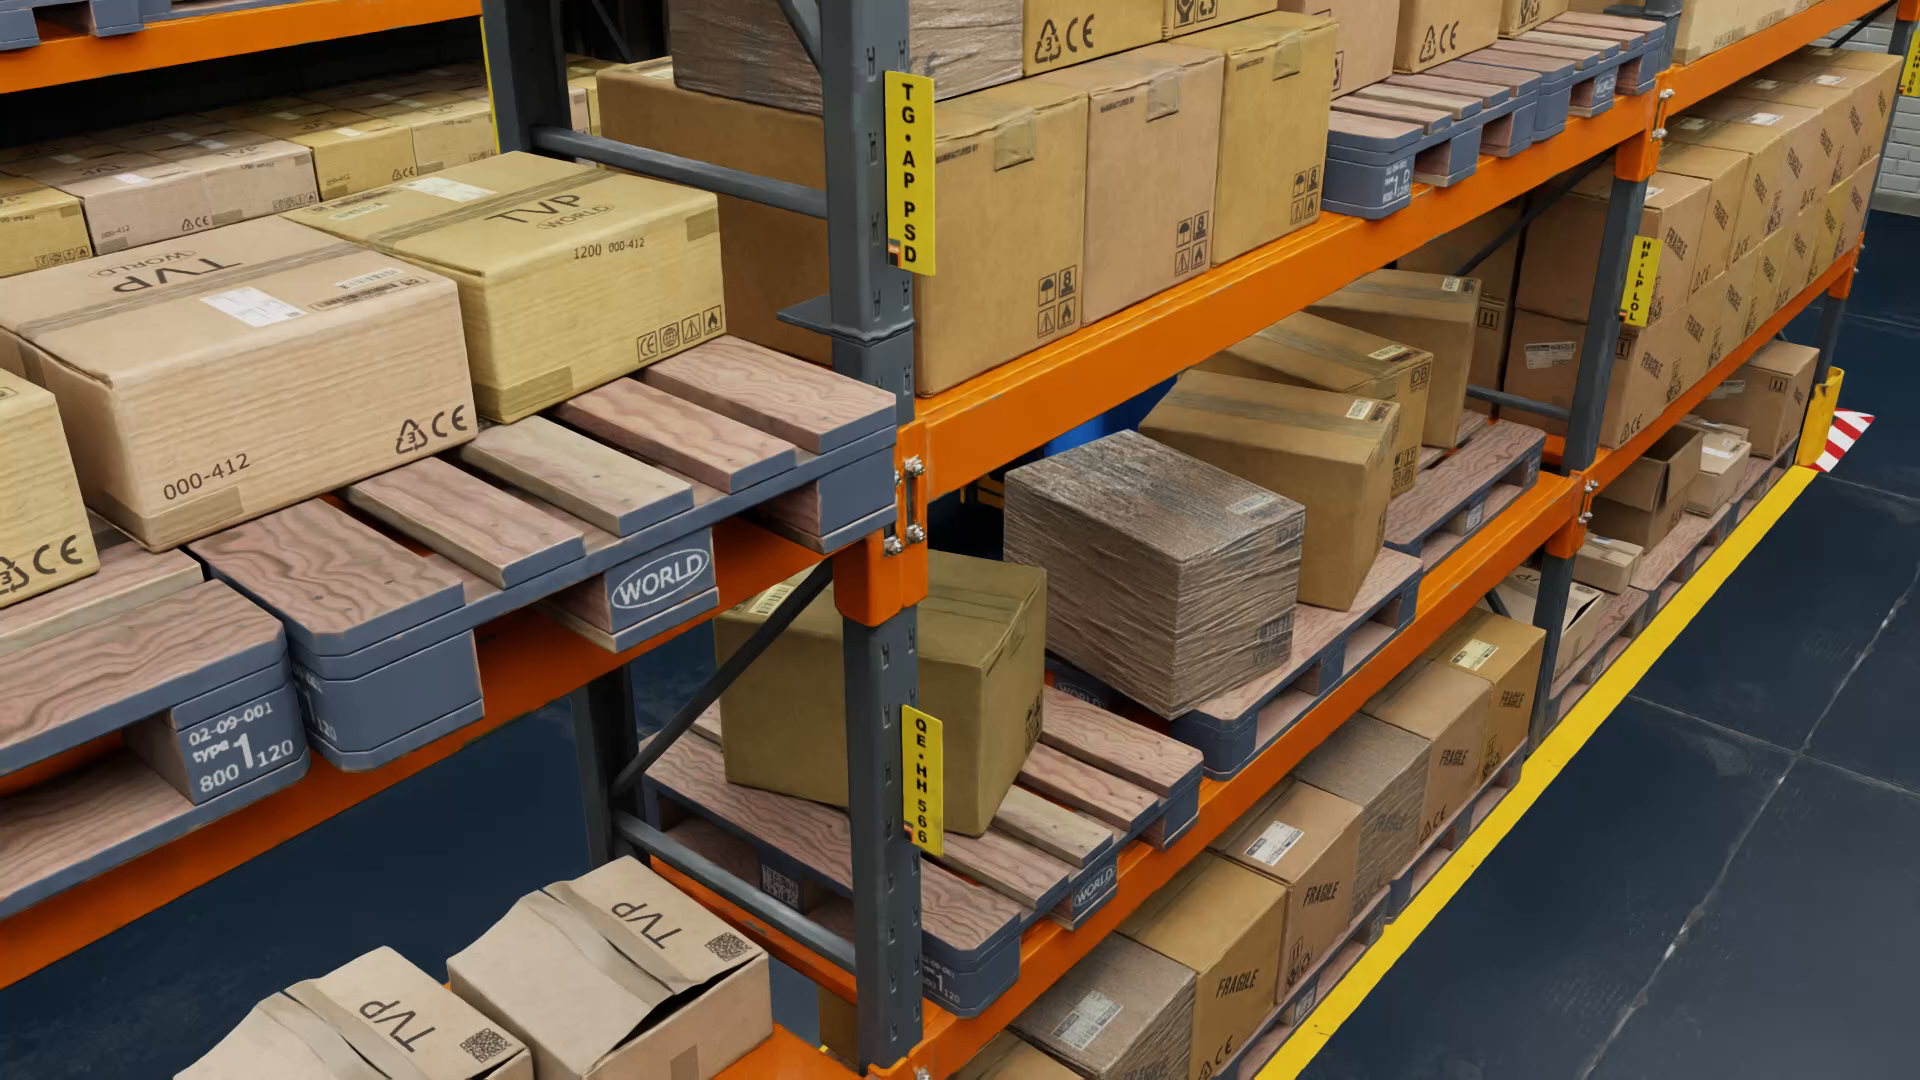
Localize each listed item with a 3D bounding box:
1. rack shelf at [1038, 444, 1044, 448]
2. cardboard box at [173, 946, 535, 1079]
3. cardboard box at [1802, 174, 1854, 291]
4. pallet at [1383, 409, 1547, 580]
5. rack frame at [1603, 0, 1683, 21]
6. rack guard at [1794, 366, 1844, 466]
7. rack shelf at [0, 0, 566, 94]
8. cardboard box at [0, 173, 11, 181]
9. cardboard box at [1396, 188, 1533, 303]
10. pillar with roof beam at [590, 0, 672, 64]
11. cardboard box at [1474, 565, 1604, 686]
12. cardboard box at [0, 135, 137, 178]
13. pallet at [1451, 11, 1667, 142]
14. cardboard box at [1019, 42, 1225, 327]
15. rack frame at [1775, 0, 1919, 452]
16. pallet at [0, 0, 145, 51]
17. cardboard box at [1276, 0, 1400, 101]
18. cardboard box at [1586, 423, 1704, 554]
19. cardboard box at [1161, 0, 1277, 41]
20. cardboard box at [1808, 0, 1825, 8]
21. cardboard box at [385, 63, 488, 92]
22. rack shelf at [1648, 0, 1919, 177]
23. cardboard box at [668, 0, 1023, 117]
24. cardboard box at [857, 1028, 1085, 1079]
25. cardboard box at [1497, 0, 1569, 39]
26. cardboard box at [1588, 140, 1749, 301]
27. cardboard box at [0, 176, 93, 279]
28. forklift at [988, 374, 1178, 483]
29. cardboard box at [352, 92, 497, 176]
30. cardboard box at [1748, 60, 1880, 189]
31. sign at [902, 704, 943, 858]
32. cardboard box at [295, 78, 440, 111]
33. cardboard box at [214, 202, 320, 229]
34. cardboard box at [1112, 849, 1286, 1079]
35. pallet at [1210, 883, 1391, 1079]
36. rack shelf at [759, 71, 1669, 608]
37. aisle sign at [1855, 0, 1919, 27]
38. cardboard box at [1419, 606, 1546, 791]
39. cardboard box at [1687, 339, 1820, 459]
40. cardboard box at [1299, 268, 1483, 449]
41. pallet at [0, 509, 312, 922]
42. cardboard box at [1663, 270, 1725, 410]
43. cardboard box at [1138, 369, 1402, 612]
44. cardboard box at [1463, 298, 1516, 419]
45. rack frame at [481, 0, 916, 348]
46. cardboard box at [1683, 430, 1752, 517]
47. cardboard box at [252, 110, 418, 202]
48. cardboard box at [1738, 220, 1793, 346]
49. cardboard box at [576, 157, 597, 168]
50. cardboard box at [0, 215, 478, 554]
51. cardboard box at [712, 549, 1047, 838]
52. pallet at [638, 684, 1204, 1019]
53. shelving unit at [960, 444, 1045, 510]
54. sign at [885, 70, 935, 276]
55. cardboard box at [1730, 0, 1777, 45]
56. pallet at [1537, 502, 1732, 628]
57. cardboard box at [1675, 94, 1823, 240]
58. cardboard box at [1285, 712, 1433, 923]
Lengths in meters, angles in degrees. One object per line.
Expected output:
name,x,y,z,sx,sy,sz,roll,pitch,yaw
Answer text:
rack shelf,-0.085,-0.466,8.410,0.538,0.185,1.000,21,34,35
cardboard box,-1.223,1.133,3.392,0.500,0.311,0.500,20,34,34
cardboard box,4.182,-1.624,8.517,0.500,0.500,0.500,21,34,35
pallet,1.447,-0.248,6.175,1.003,0.211,1.213,21,34,34
rack frame,2.040,-3.250,5.238,1.000,3.000,0.127,21,34,34
rack guard,4.536,-0.866,9.880,1.175,0.500,0.348,21,34,34
rack shelf,-3.057,-2.335,7.518,1.077,0.370,4.000,21,34,34
cardboard box,-4.241,-1.368,6.860,0.500,0.250,0.500,22,34,36
cardboard box,2.162,-1.329,6.857,0.500,0.500,0.500,21,34,35
pillar with roof beam,1.315,-3.939,6.570,9.100,9.000,0.400,21,34,34
cardboard box,2.474,0.328,7.299,0.500,0.311,0.500,21,34,34
cardboard box,-3.909,-1.551,7.213,0.500,0.250,0.500,19,33,33
pallet,1.571,-1.623,5.563,1.213,0.211,1.003,21,34,34
cardboard box,0.072,-0.889,3.830,0.910,0.500,0.500,21,34,34
rack frame,4.584,-2.003,9.358,1.000,3.000,0.127,21,34,34
pallet,-3.961,-2.106,6.496,1.213,0.211,1.003,23,35,37
cardboard box,0.816,-1.562,4.565,0.600,0.600,0.600,19,33,33
cardboard box,3.231,-0.339,8.379,0.797,0.503,0.637,21,34,34
cardboard box,0.427,-1.502,3.928,0.500,0.500,0.500,21,34,34
cardboard box,3.496,-2.482,7.182,0.500,0.250,0.500,21,34,34
cardboard box,-2.606,-2.276,8.614,0.500,0.250,0.500,21,34,35
rack shelf,3.312,-2.307,7.463,1.077,0.370,4.000,21,34,34
cardboard box,-0.222,-1.140,3.228,0.500,0.500,0.500,21,34,34
cardboard box,0.006,1.670,4.499,0.500,0.500,0.500,22,35,36
cardboard box,1.663,-2.036,5.481,0.600,0.600,0.600,17,32,30
cardboard box,2.885,-1.341,6.882,0.500,0.500,0.500,20,33,33
cardboard box,-3.823,-1.228,6.588,0.500,0.250,0.500,22,34,36
forklift,1.362,-1.951,9.331,1.130,2.935,3.031,24,36,38
cardboard box,-2.542,-1.950,7.985,0.500,0.250,0.500,22,34,35
cardboard box,4.193,-2.074,8.298,0.500,0.500,0.500,22,34,36
sign,-0.074,0.480,3.298,0.100,0.325,0.005,21,34,34
cardboard box,-2.921,-2.096,8.267,0.500,0.250,0.500,19,33,33
cardboard box,-3.166,-1.255,7.457,0.500,0.500,0.500,21,34,34
cardboard box,0.657,1.306,5.202,0.500,0.500,0.500,20,34,34
pallet,0.776,1.387,5.838,1.003,0.211,1.213,21,34,34
rack shelf,0.768,-0.889,4.722,1.077,0.370,4.000,21,34,34
aisle sign,4.864,-3.093,8.634,0.394,0.787,0.004,21,34,34
cardboard box,1.947,0.588,6.590,0.500,0.500,0.500,21,34,34
cardboard box,4.428,-0.824,9.319,0.500,0.500,0.500,21,34,34
cardboard box,1.566,-0.713,6.299,0.700,0.500,0.500,9,29,18
pallet,-1.576,0.249,1.945,1.003,0.211,1.213,23,35,37
cardboard box,2.898,-0.913,7.142,0.500,0.500,0.500,21,34,35
cardboard box,0.964,-0.172,5.251,0.700,0.500,0.500,12,30,22
cardboard box,2.160,-0.882,7.081,0.500,0.500,0.500,21,34,35
rack frame,-0.504,-1.831,2.497,1.000,3.000,0.127,21,34,34
cardboard box,3.801,-0.385,8.743,0.500,0.250,0.500,21,34,34
cardboard box,-2.865,-1.769,7.635,0.500,0.250,0.500,20,33,33
cardboard box,3.540,-1.270,7.832,0.500,0.500,0.500,20,34,34
cardboard box,-2.201,-1.796,8.503,0.500,0.500,0.500,21,34,35
cardboard box,-1.069,-0.251,2.412,0.500,0.250,0.500,22,34,36
cardboard box,-0.191,0.346,4.251,0.700,0.500,0.500,10,29,18
pallet,-0.127,0.658,4.423,1.213,0.211,1.003,21,34,34
shelving unit,-0.079,-0.629,8.334,0.587,1.500,1.083,21,34,35
sign,-0.081,-0.599,2.730,0.100,0.325,0.005,21,34,34
cardboard box,2.861,-2.127,6.495,0.500,0.250,0.500,21,34,34
pallet,3.253,-0.024,8.567,1.003,0.211,1.213,21,34,34
cardboard box,3.540,-1.707,7.588,0.500,0.500,0.500,22,35,36
cardboard box,1.307,0.939,5.912,0.500,0.500,0.500,21,34,35
